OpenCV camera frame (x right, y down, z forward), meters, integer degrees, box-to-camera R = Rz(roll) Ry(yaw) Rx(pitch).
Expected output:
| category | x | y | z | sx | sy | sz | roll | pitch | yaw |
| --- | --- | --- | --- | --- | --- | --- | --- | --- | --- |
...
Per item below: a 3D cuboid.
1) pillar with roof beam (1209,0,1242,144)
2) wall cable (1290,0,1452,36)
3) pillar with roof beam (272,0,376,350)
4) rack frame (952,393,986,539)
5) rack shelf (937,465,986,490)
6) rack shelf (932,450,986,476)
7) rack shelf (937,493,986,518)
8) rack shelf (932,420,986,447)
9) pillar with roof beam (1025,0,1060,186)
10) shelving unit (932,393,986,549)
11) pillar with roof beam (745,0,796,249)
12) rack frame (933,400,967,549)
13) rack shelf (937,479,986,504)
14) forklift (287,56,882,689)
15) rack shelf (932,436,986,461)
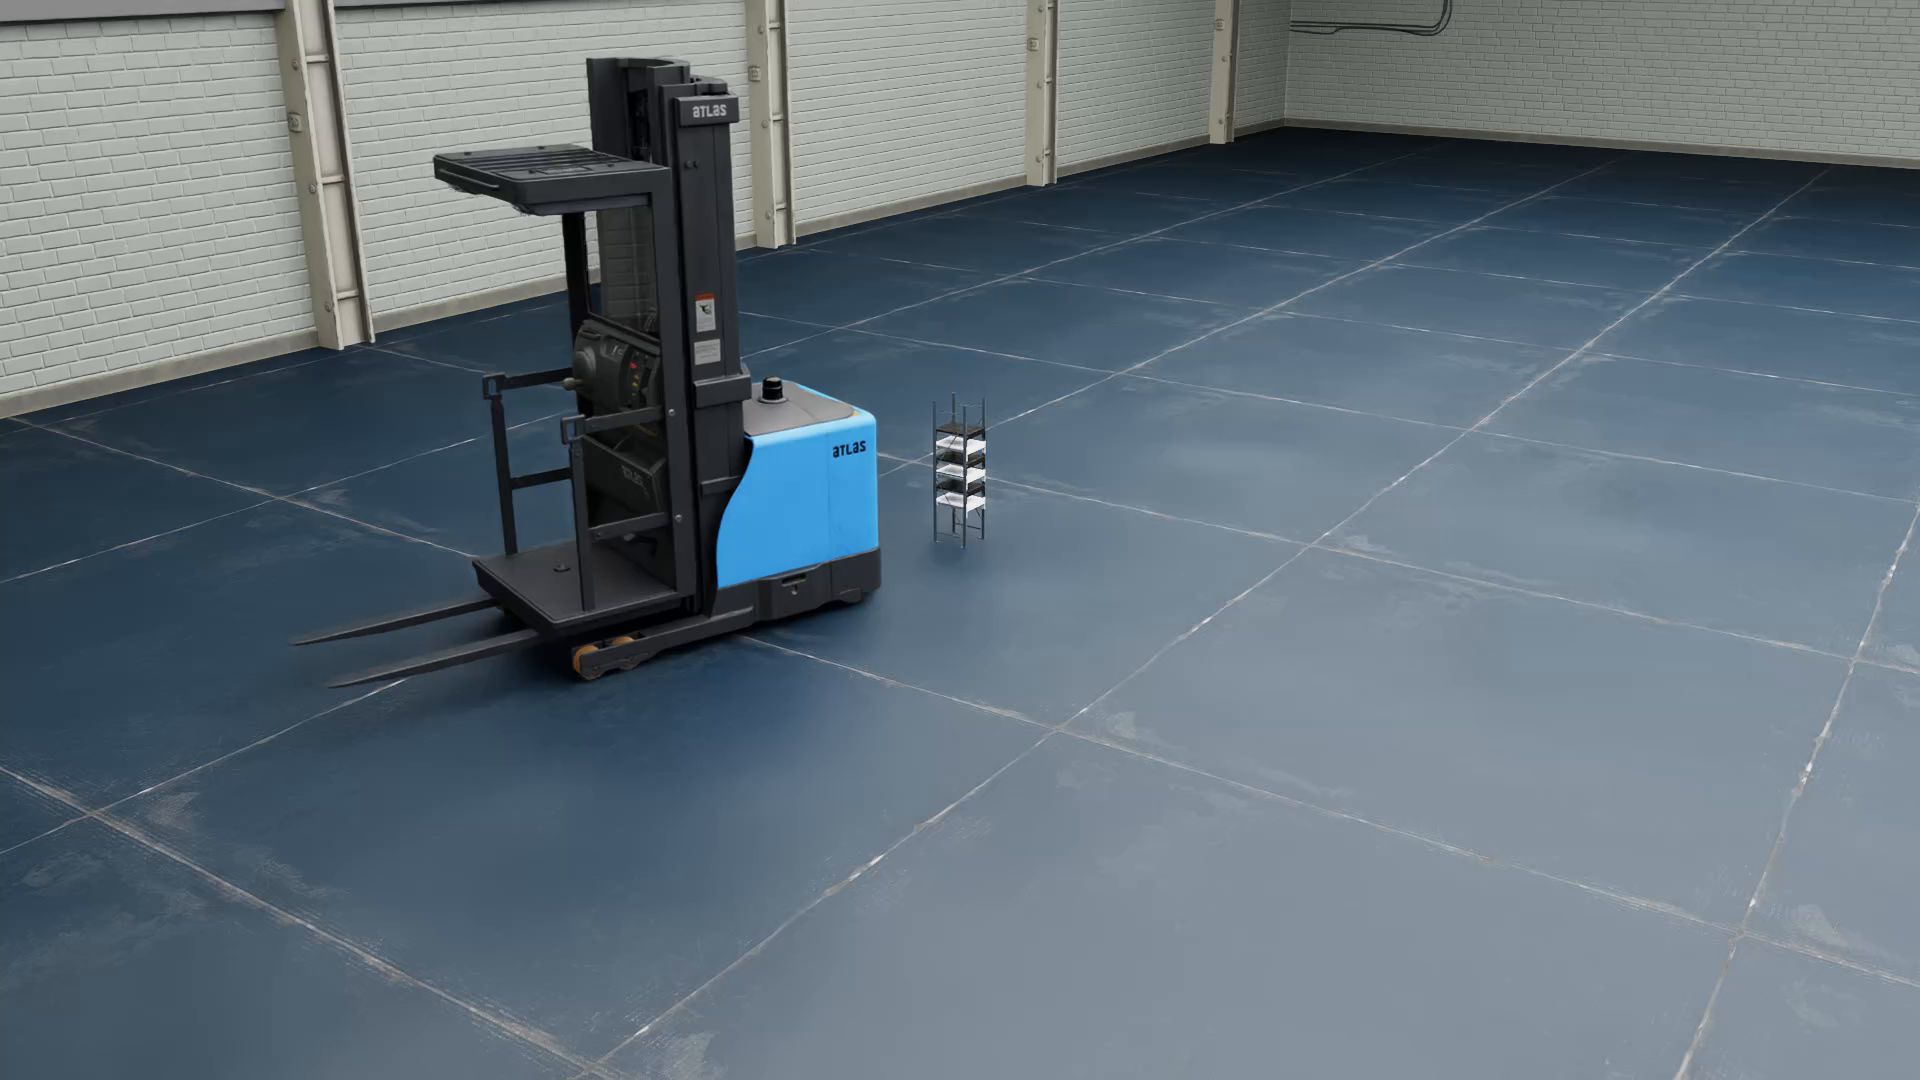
| category | x | y | z | sx | sy | sz | roll | pitch | yaw |
| --- | --- | --- | --- | --- | --- | --- | --- | --- | --- |
| pillar with roof beam | 8.118 | -10.327 | 25.214 | 9.100 | 9.000 | 0.400 | 13 | 24 | 32 |
| wall cable | 7.307 | -10.298 | 29.610 | 3.097 | 2.526 | 0.112 | 13 | 24 | 32 |
| pillar with roof beam | -2.001 | -5.163 | 11.252 | 9.100 | 9.000 | 0.400 | 13 | 24 | 32 |
| rack frame | 0.053 | -0.449 | 10.181 | 0.240 | 0.900 | 0.006 | 13 | 24 | 32 |
| rack shelf | -0.005 | -0.388 | 10.114 | 0.258 | 0.077 | 0.200 | 13 | 24 | 32 |
| rack shelf | -0.005 | -0.473 | 10.083 | 0.258 | 0.077 | 0.200 | 13 | 24 | 32 |
| rack shelf | -0.005 | -0.220 | 10.177 | 0.258 | 0.077 | 0.200 | 13 | 24 | 32 |
| rack shelf | -0.005 | -0.642 | 10.020 | 0.258 | 0.077 | 0.200 | 13 | 24 | 32 |
| pillar with roof beam | 4.745 | -8.606 | 20.560 | 9.100 | 9.000 | 0.400 | 13 | 24 | 32 |
| shelving unit | -0.005 | -0.420 | 10.103 | 0.258 | 0.900 | 0.210 | 13 | 24 | 32 |
| pillar with roof beam | 1.372 | -6.884 | 15.906 | 9.100 | 9.000 | 0.400 | 13 | 24 | 32 |
| rack frame | -0.062 | -0.391 | 10.024 | 0.240 | 0.900 | 0.006 | 13 | 24 | 32 |
| rack shelf | -0.005 | -0.304 | 10.145 | 0.258 | 0.077 | 0.200 | 13 | 24 | 32 |
| forklift | -1.930 | -0.881 | 8.423 | 3.031 | 2.935 | 1.130 | -14 | 25 | -34 |
| rack shelf | -0.005 | -0.557 | 10.052 | 0.258 | 0.077 | 0.200 | 13 | 24 | 32 |
